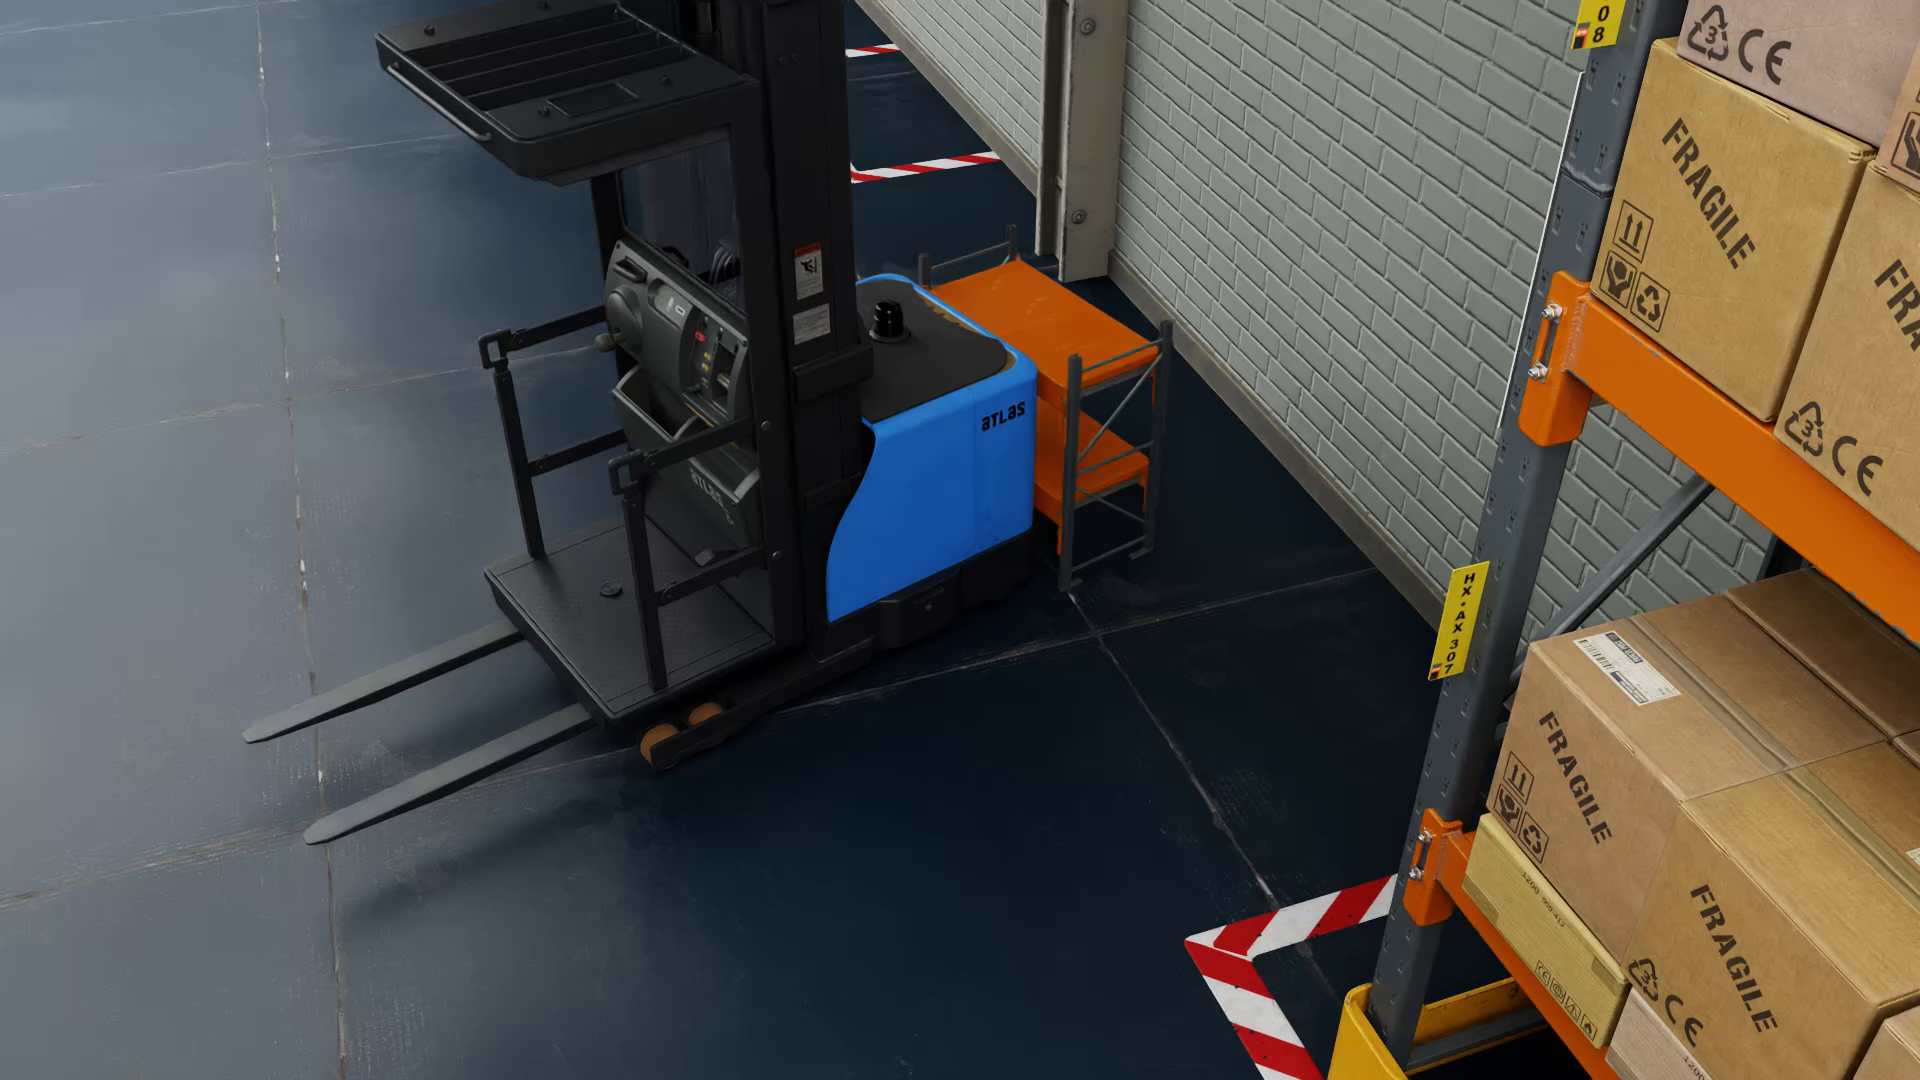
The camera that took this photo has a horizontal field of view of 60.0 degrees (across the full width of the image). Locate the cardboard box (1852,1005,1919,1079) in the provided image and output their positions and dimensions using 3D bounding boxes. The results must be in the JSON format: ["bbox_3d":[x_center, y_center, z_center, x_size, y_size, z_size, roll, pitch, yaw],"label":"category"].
[{"bbox_3d":[1.862,1.079,2.809,0.500,0.500,0.500,-14,39,-17],"label":"cardboard box"}]

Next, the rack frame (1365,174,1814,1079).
[{"bbox_3d":[1.647,0.420,4.199,1.000,3.000,0.127,-12,39,-16],"label":"rack frame"}]

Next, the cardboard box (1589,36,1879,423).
[{"bbox_3d":[1.528,-0.585,2.941,0.500,0.500,0.500,-11,38,-15],"label":"cardboard box"}]

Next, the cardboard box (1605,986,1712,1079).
[{"bbox_3d":[1.709,1.104,3.399,0.500,0.250,0.500,-14,39,-17],"label":"cardboard box"}]

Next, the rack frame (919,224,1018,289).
[{"bbox_3d":[0.039,-0.826,7.412,0.500,1.125,0.032,-23,43,-27],"label":"rack frame"}]

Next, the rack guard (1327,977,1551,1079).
[{"bbox_3d":[1.674,1.462,4.894,1.175,0.500,0.348,-12,39,-16],"label":"rack guard"}]

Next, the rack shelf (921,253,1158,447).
[{"bbox_3d":[0.332,-0.810,6.904,0.538,0.278,1.000,-23,43,-27],"label":"rack shelf"}]

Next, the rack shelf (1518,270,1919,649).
[{"bbox_3d":[2.336,0.639,2.013,1.077,0.370,4.000,-12,39,-16],"label":"rack shelf"}]

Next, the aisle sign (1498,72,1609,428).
[{"bbox_3d":[1.341,-0.597,3.388,0.394,0.787,0.004,-12,39,-16],"label":"aisle sign"}]

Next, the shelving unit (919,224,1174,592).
[{"bbox_3d":[0.332,-0.577,7.080,0.538,1.125,1.048,-23,43,-27],"label":"shelving unit"}]

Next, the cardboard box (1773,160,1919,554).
[{"bbox_3d":[1.679,-0.274,2.528,0.500,0.500,0.500,-10,38,-13],"label":"cardboard box"}]

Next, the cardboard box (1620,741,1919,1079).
[{"bbox_3d":[1.690,0.786,3.198,0.500,0.500,0.500,-12,39,-16],"label":"cardboard box"}]

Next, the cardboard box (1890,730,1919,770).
[{"bbox_3d":[2.173,0.681,3.337,0.500,0.500,0.500,-12,39,-15],"label":"cardboard box"}]

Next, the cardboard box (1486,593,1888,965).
[{"bbox_3d":[1.530,0.505,3.572,0.500,0.500,0.500,-12,39,-16],"label":"cardboard box"}]

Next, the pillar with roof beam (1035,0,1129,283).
[{"bbox_3d":[-3.406,-4.258,5.423,9.100,9.000,0.400,-12,39,-16],"label":"pillar with roof beam"}]

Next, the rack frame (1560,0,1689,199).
[{"bbox_3d":[1.647,-1.976,2.394,1.000,3.000,0.127,-12,39,-16],"label":"rack frame"}]

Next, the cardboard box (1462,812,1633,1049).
[{"bbox_3d":[1.517,0.814,3.785,0.500,0.250,0.500,-14,39,-17],"label":"cardboard box"}]

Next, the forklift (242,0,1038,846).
[{"bbox_3d":[-1.165,-0.688,5.727,3.031,2.935,1.130,-25,43,-29],"label":"forklift"}]

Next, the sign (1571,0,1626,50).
[{"bbox_3d":[1.138,-1.015,2.884,0.100,0.325,0.005,-12,39,-16],"label":"sign"}]

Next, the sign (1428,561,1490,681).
[{"bbox_3d":[1.138,0.187,3.789,0.100,0.325,0.005,-12,39,-16],"label":"sign"}]

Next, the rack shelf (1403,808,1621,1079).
[{"bbox_3d":[2.336,1.837,2.915,1.077,0.370,4.000,-12,39,-16],"label":"rack shelf"}]

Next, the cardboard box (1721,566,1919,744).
[{"bbox_3d":[2.009,0.395,3.717,0.500,0.500,0.500,-13,39,-16],"label":"cardboard box"}]

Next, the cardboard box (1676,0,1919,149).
[{"bbox_3d":[1.552,-0.957,2.604,0.500,0.500,0.500,-15,40,-19],"label":"cardboard box"}]

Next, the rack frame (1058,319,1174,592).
[{"bbox_3d":[0.625,-0.327,6.749,0.500,1.125,0.032,-23,43,-27],"label":"rack frame"}]

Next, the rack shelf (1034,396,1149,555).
[{"bbox_3d":[0.332,-0.381,7.228,0.538,0.278,1.000,-23,43,-27],"label":"rack shelf"}]

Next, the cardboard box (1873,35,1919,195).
[{"bbox_3d":[1.677,-0.663,2.214,0.500,0.500,0.500,-13,39,-16],"label":"cardboard box"}]
